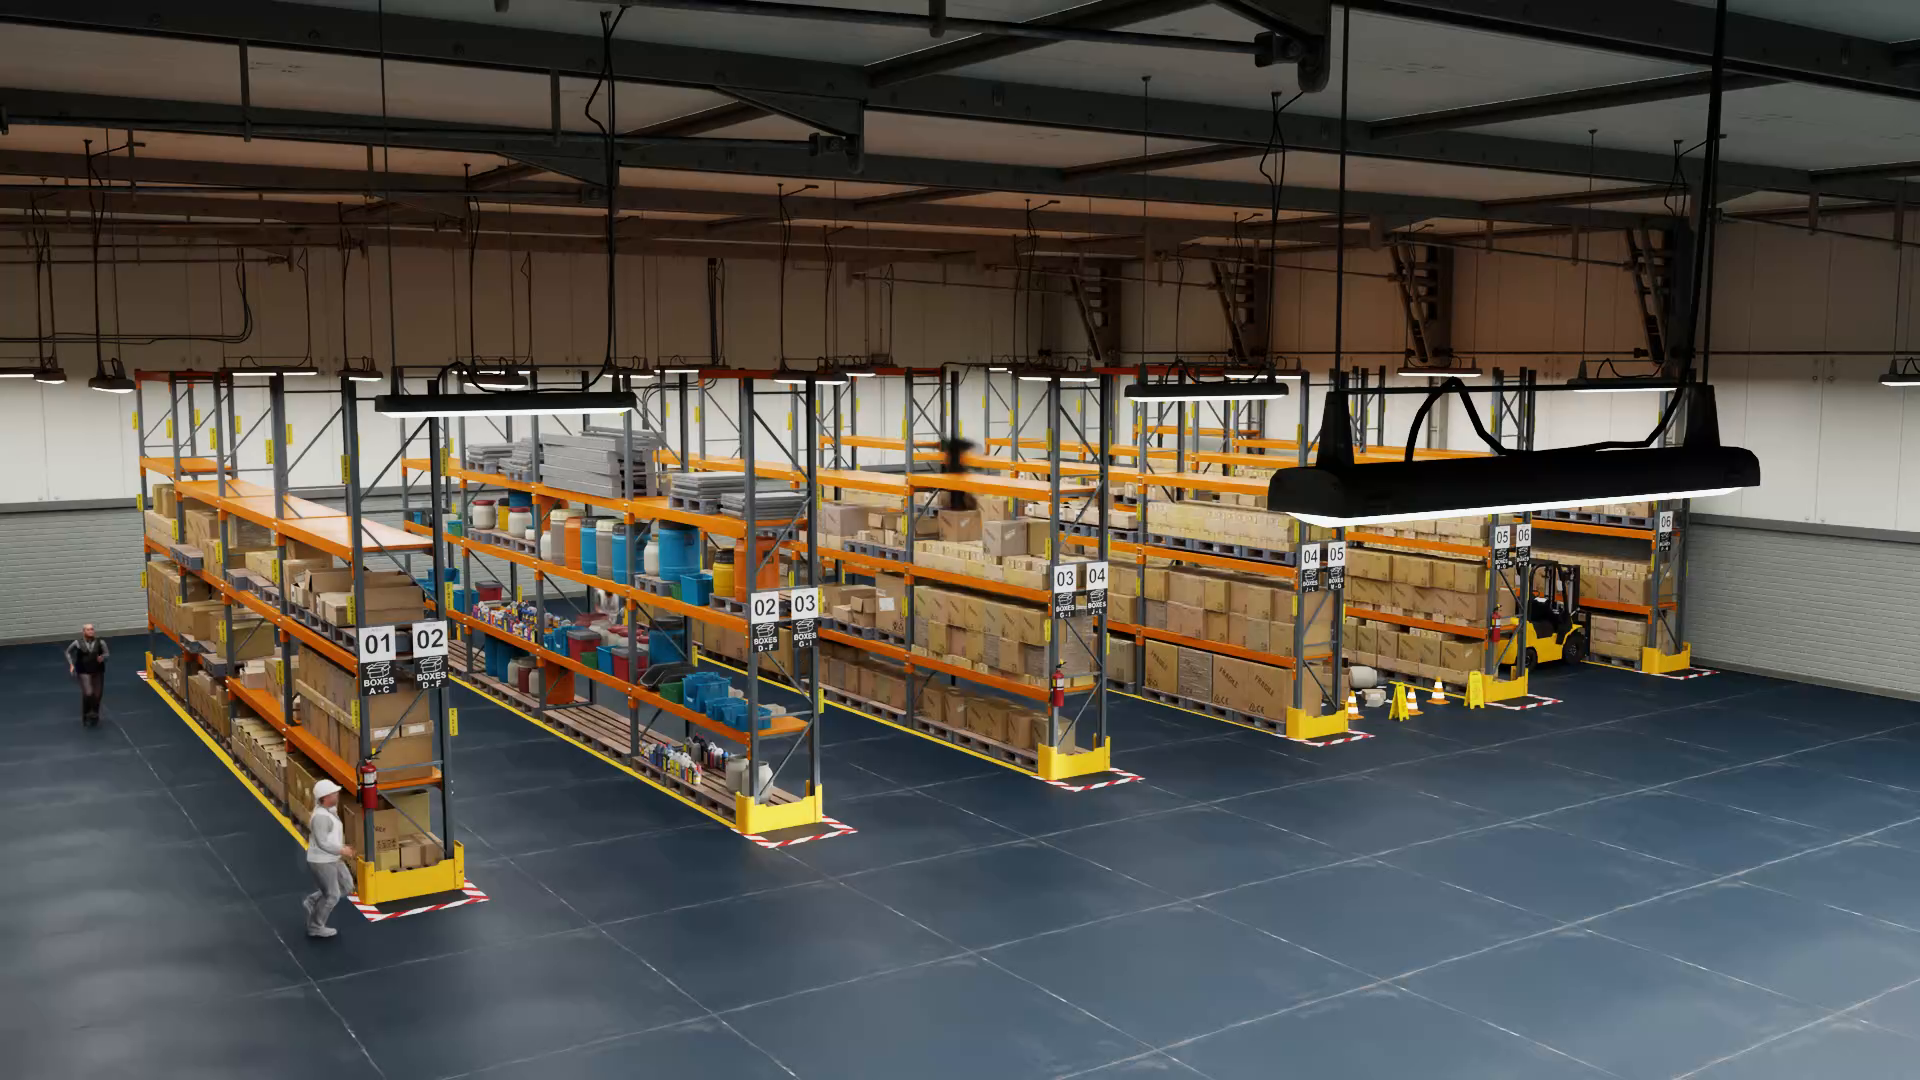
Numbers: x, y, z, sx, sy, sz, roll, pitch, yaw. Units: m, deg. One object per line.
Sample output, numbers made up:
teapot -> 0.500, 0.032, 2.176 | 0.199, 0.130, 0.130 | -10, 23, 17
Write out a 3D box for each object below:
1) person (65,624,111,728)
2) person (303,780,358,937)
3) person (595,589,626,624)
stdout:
person -> -14.763, 2.300, 28.231 | 0.644, 1.746, 0.725 | -6, 9, -41
person -> -6.853, 3.443, 18.068 | 0.616, 1.719, 0.642 | -1, 7, -13
person -> -7.364, 1.601, 35.052 | 0.696, 1.609, 0.922 | -2, 7, -16
